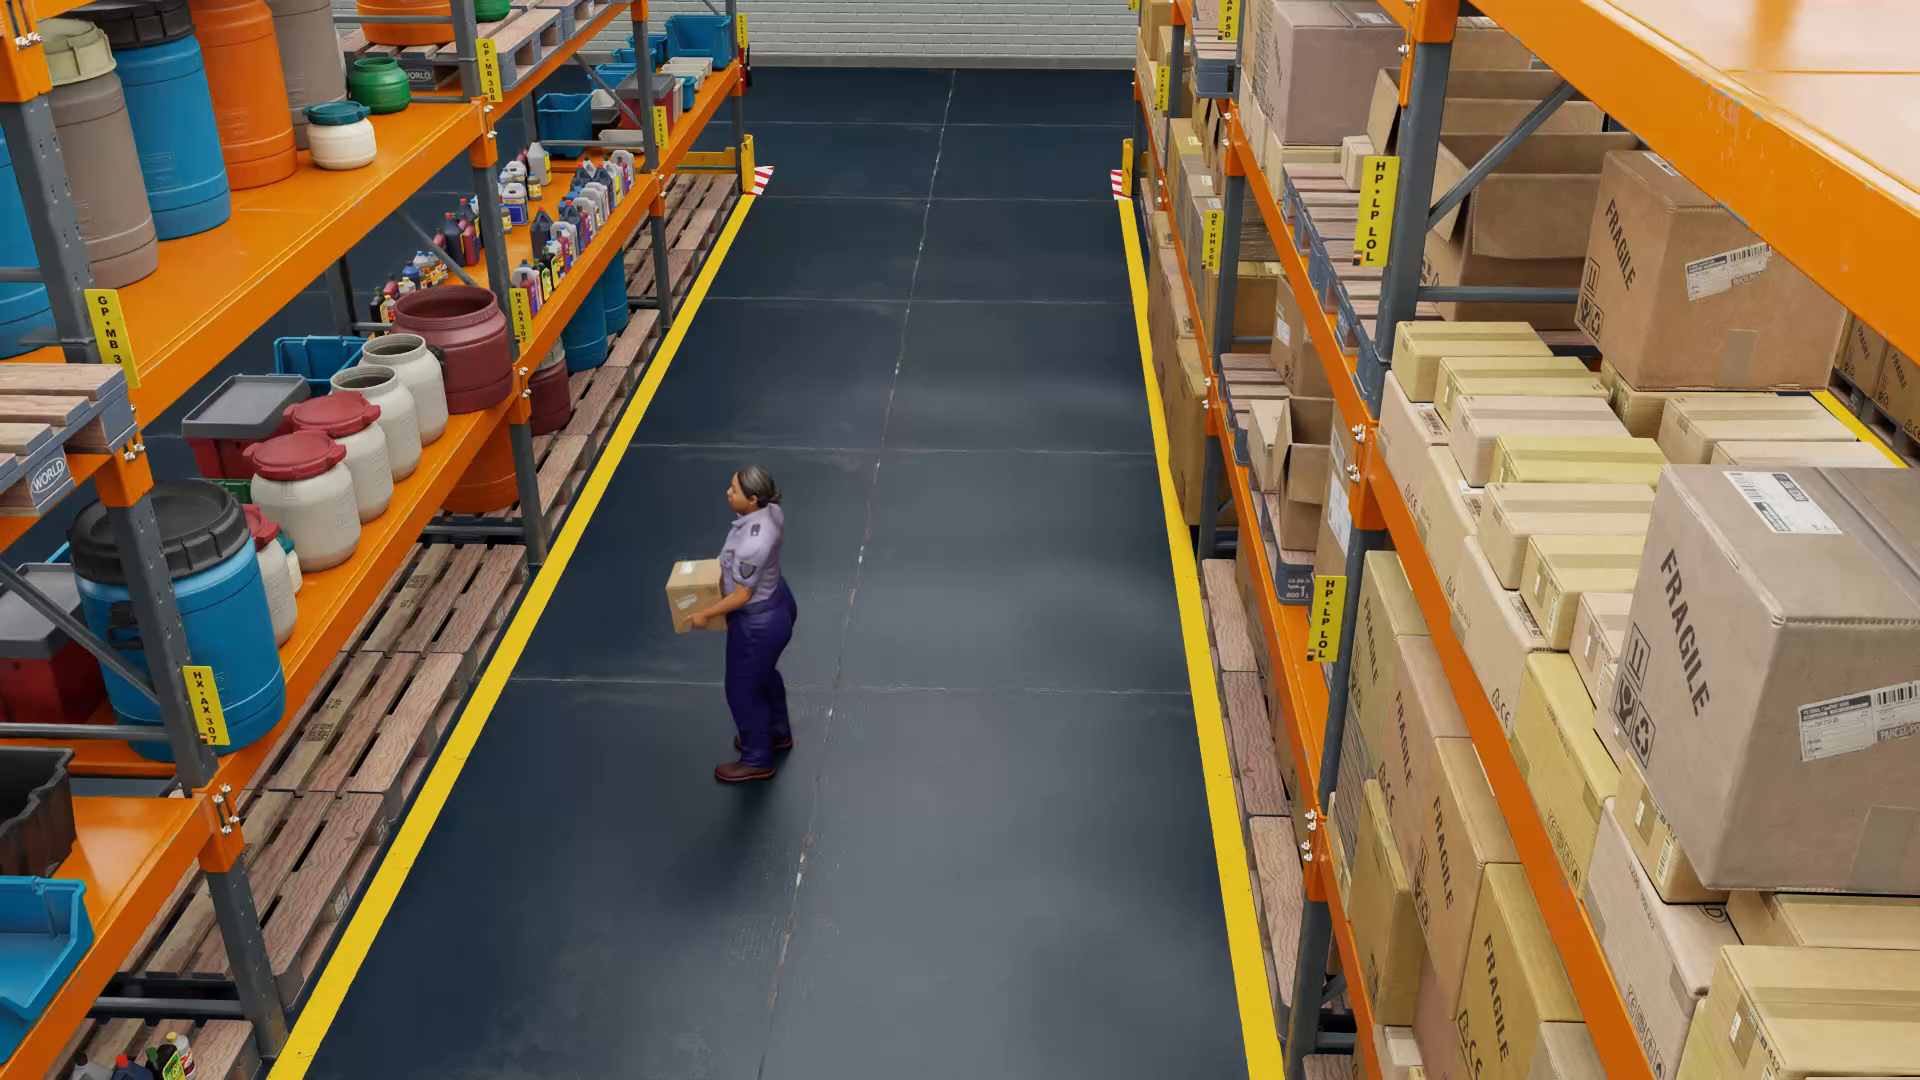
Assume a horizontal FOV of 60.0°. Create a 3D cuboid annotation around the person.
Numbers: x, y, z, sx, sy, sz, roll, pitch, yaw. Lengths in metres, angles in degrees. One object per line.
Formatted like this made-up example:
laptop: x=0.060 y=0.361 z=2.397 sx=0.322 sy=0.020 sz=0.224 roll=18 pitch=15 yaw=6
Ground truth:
person: x=-1.019 y=0.380 z=7.915 sx=0.462 sy=1.655 sz=0.494 roll=1 pitch=28 yaw=1
